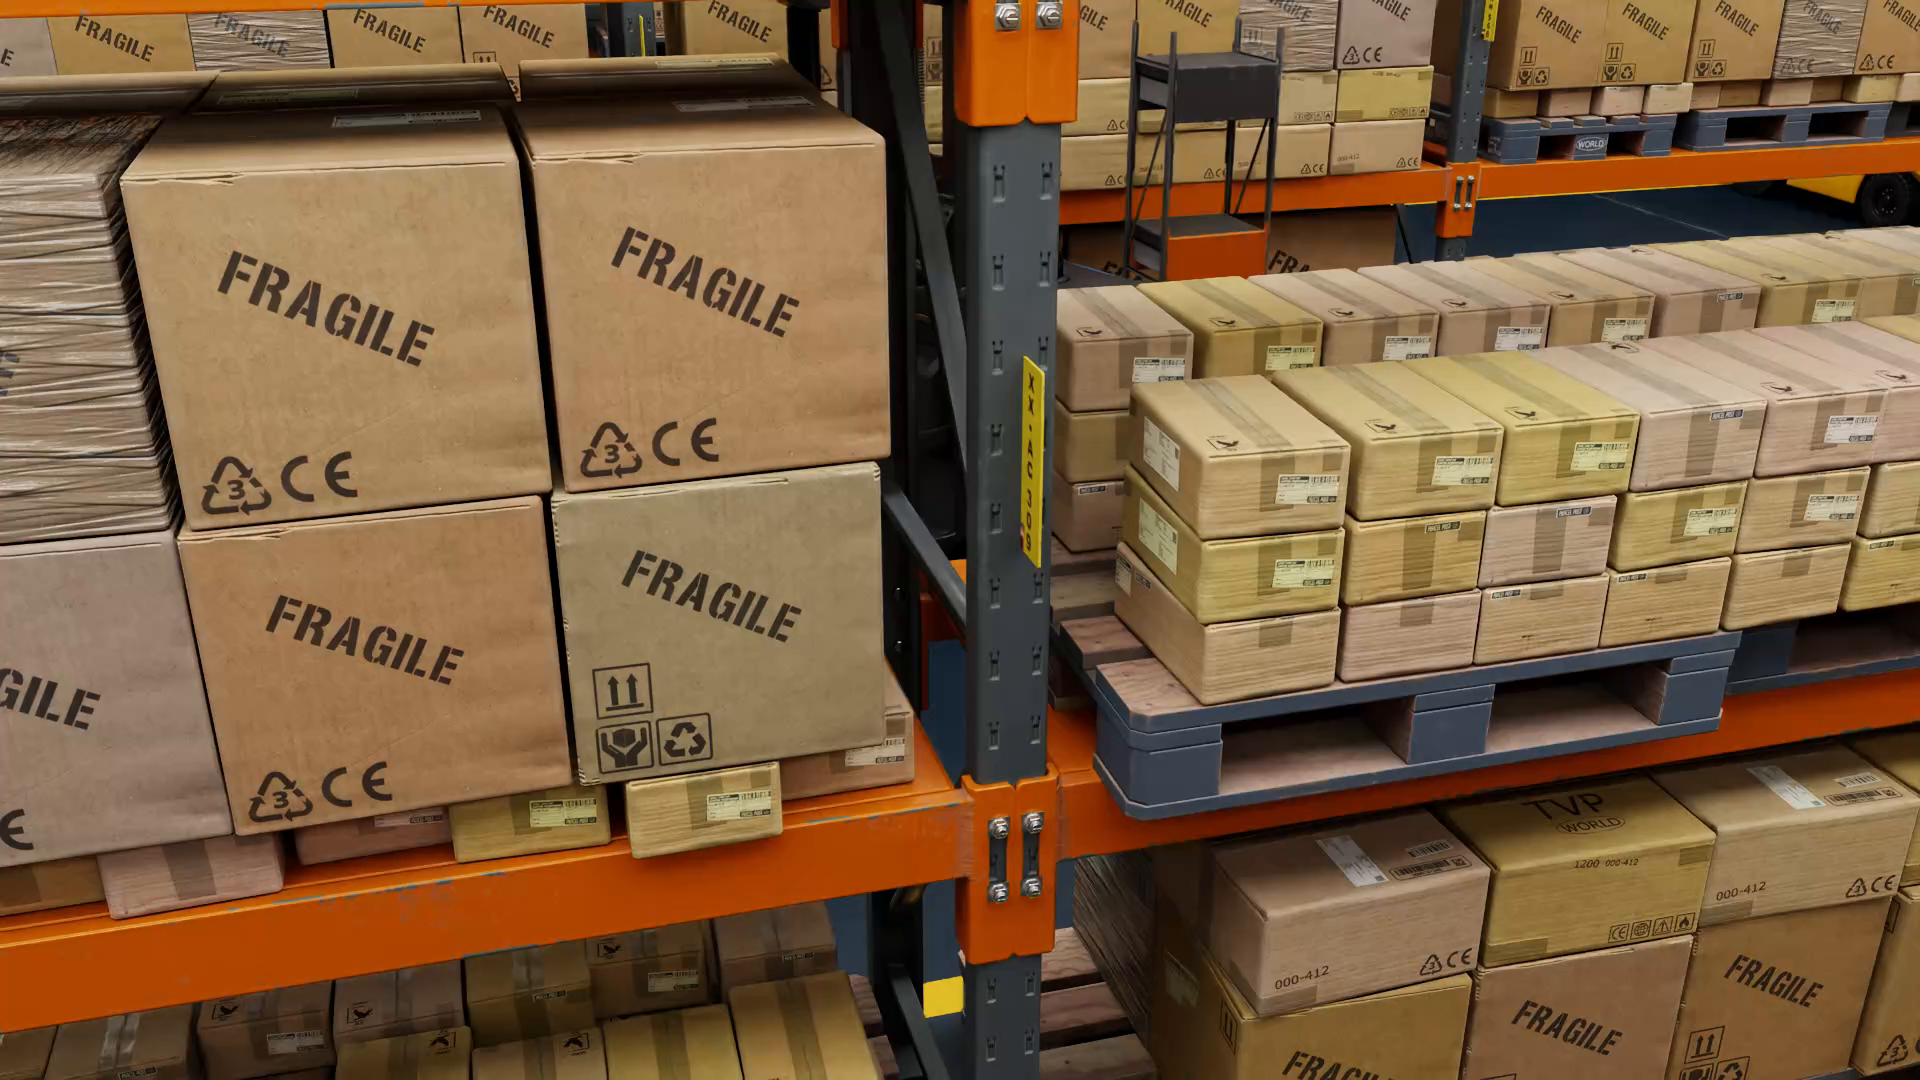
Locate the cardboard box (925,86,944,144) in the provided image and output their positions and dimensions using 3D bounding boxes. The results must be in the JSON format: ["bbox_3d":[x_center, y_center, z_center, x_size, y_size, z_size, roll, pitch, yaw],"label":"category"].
[{"bbox_3d":[0.012,-2.009,7.683,0.500,0.250,0.500,-6,24,-14],"label":"cardboard box"}]

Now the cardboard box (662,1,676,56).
[{"bbox_3d":[-1.113,-2.446,7.753,0.500,0.500,0.500,-6,24,-13],"label":"cardboard box"}]

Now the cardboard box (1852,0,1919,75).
[{"bbox_3d":[4.869,-2.784,8.897,0.500,0.500,0.500,-5,24,-13],"label":"cardboard box"}]

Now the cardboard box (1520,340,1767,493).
[{"bbox_3d":[1.218,-0.232,3.018,0.250,0.149,0.380,-7,24,-15],"label":"cardboard box"}]

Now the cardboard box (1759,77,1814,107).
[{"bbox_3d":[4.308,-2.419,8.871,0.250,0.149,0.380,-6,24,-13],"label":"cardboard box"}]

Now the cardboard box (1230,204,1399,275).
[{"bbox_3d":[1.689,-1.399,8.868,0.875,0.875,0.875,-7,24,-15],"label":"cardboard box"}]

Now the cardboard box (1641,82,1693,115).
[{"bbox_3d":[3.567,-2.316,8.630,0.250,0.149,0.380,-6,24,-14],"label":"cardboard box"}]

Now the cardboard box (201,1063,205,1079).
[{"bbox_3d":[-1.712,1.119,3.543,0.250,0.149,0.380,-6,24,-15],"label":"cardboard box"}]

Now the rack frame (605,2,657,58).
[{"bbox_3d":[-1.475,-1.798,7.637,0.127,3.000,1.000,-6,24,-14],"label":"rack frame"}]

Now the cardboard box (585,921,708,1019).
[{"bbox_3d":[-0.710,0.879,3.726,0.250,0.149,0.380,-5,24,-12],"label":"cardboard box"}]

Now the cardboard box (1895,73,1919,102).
[{"bbox_3d":[5.065,-2.477,9.005,0.250,0.149,0.380,-6,24,-14],"label":"cardboard box"}]

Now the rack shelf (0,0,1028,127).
[{"bbox_3d":[-1.966,-0.764,2.336,4.000,0.370,1.077,-6,24,-14],"label":"rack shelf"}]

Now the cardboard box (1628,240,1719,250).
[{"bbox_3d":[4.363,-1.426,9.570,0.625,0.372,0.950,-6,24,-13],"label":"cardboard box"}]

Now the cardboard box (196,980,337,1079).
[{"bbox_3d":[-1.452,0.957,3.543,0.250,0.149,0.380,-6,24,-13],"label":"cardboard box"}]

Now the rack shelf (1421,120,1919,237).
[{"bbox_3d":[4.302,-2.107,9.268,4.000,0.370,1.077,-6,24,-14],"label":"rack shelf"}]

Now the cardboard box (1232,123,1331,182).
[{"bbox_3d":[1.472,-1.942,8.163,0.500,0.250,0.500,-6,24,-13],"label":"cardboard box"}]

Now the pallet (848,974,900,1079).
[{"bbox_3d":[-0.678,1.437,3.634,1.213,0.211,1.003,-6,24,-14],"label":"pallet"}]

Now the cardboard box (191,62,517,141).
[{"bbox_3d":[-1.036,-0.555,2.968,0.500,0.500,0.500,-7,24,-16],"label":"cardboard box"}]

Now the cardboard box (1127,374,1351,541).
[{"bbox_3d":[0.463,-0.148,2.822,0.250,0.149,0.380,-5,24,-12],"label":"cardboard box"}]

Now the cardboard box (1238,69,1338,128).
[{"bbox_3d":[1.486,-2.181,8.085,0.500,0.250,0.500,-7,24,-16],"label":"cardboard box"}]

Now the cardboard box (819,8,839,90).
[{"bbox_3d":[-0.492,-2.306,7.425,0.500,0.500,0.500,-6,24,-15],"label":"cardboard box"}]

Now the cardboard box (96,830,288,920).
[{"bbox_3d":[-1.253,0.438,2.743,0.250,0.149,0.380,-7,24,-17],"label":"cardboard box"}]

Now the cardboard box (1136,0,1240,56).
[{"bbox_3d":[0.977,-2.467,7.801,0.500,0.500,0.500,-6,24,-14],"label":"cardboard box"}]

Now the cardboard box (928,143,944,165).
[{"bbox_3d":[0.015,-1.780,7.785,0.500,0.250,0.500,-7,24,-15],"label":"cardboard box"}]

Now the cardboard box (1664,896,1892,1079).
[{"bbox_3d":[1.752,0.930,3.915,0.500,0.500,0.500,-6,24,-13],"label":"cardboard box"}]

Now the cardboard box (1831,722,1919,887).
[{"bbox_3d":[2.246,0.534,3.888,0.500,0.250,0.500,-6,24,-13],"label":"cardboard box"}]

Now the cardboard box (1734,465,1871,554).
[{"bbox_3d":[1.469,-0.125,3.145,0.250,0.149,0.380,-5,24,-12],"label":"cardboard box"}]

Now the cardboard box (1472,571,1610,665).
[{"bbox_3d":[0.970,0.069,3.072,0.250,0.149,0.380,-6,24,-14],"label":"cardboard box"}]

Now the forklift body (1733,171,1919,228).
[{"bbox_3d":[7.401,-3.676,13.089,1.214,2.155,2.313,-6,24,-14],"label":"forklift body"}]

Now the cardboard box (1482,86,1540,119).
[{"bbox_3d":[2.739,-2.266,8.512,0.250,0.149,0.380,-8,24,-17],"label":"cardboard box"}]

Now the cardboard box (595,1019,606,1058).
[{"bbox_3d":[-0.921,1.069,3.661,0.250,0.149,0.380,-6,24,-15],"label":"cardboard box"}]

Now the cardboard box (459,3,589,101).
[{"bbox_3d":[-1.855,-2.148,7.058,0.500,0.500,0.500,-7,24,-15],"label":"cardboard box"}]

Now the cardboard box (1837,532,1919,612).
[{"bbox_3d":[1.719,-0.016,3.268,0.250,0.149,0.380,-7,24,-15],"label":"cardboard box"}]

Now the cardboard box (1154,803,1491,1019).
[{"bbox_3d":[0.742,0.703,3.494,0.500,0.250,0.500,-7,24,-17],"label":"cardboard box"}]

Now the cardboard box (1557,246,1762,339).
[{"bbox_3d":[1.548,-0.536,3.726,0.250,0.149,0.380,-7,24,-17],"label":"cardboard box"}]

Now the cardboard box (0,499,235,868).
[{"bbox_3d":[-1.410,0.154,2.583,0.500,0.500,0.500,-6,24,-15],"label":"cardboard box"}]

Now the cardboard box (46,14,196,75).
[{"bbox_3d":[-3.318,-1.989,6.688,0.500,0.500,0.500,-6,24,-14],"label":"cardboard box"}]

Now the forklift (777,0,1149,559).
[{"bbox_3d":[-0.502,-1.163,6.242,3.031,2.935,1.130,-17,29,-34],"label":"forklift"}]

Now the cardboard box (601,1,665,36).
[{"bbox_3d":[-2.293,-3.888,11.847,0.500,0.500,0.700,-6,24,-13],"label":"cardboard box"}]

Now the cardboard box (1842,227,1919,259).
[{"bbox_3d":[2.303,-0.619,3.921,0.250,0.149,0.380,-5,24,-12],"label":"cardboard box"}]

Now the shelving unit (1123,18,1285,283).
[{"bbox_3d":[1.033,-1.182,7.342,0.503,2.100,0.431,-8,24,-18],"label":"shelving unit"}]

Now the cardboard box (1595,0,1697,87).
[{"bbox_3d":[3.372,-2.618,8.511,0.500,0.500,0.500,-5,24,-12],"label":"cardboard box"}]

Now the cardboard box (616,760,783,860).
[{"bbox_3d":[-0.471,0.374,2.893,0.250,0.149,0.380,-7,24,-16],"label":"cardboard box"}]

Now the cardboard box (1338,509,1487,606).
[{"bbox_3d":[0.712,-0.039,2.947,0.250,0.149,0.380,-7,24,-15],"label":"cardboard box"}]

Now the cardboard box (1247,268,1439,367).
[{"bbox_3d":[0.801,-0.453,3.533,0.250,0.149,0.380,-7,24,-16],"label":"cardboard box"}]

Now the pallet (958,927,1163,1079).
[{"bbox_3d":[0.708,1.268,4.026,1.213,0.211,1.003,-6,24,-14],"label":"pallet"}]

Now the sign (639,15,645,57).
[{"bbox_3d":[-1.324,-2.022,6.960,0.005,0.325,0.100,-6,24,-14],"label":"sign"}]

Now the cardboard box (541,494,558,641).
[{"bbox_3d":[-1.060,-0.100,3.174,0.500,0.500,0.500,-6,24,-14],"label":"cardboard box"}]

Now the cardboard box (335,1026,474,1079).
[{"bbox_3d":[-1.057,1.120,3.163,0.250,0.149,0.380,-6,24,-13],"label":"cardboard box"}]

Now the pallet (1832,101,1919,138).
[{"bbox_3d":[5.452,-2.536,9.599,1.213,0.211,1.003,-6,24,-14],"label":"pallet"}]

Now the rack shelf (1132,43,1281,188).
[{"bbox_3d":[1.032,-1.813,7.071,0.480,0.518,0.431,-8,24,-18],"label":"rack shelf"}]

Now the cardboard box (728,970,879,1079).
[{"bbox_3d":[-0.313,1.051,3.325,0.250,0.149,0.380,-6,24,-13],"label":"cardboard box"}]

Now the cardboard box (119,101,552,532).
[{"bbox_3d":[-0.917,-0.362,2.517,0.500,0.500,0.500,-7,24,-16],"label":"cardboard box"}]

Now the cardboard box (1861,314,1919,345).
[{"bbox_3d":[1.966,-0.316,3.214,0.250,0.149,0.380,-6,24,-13],"label":"cardboard box"}]
